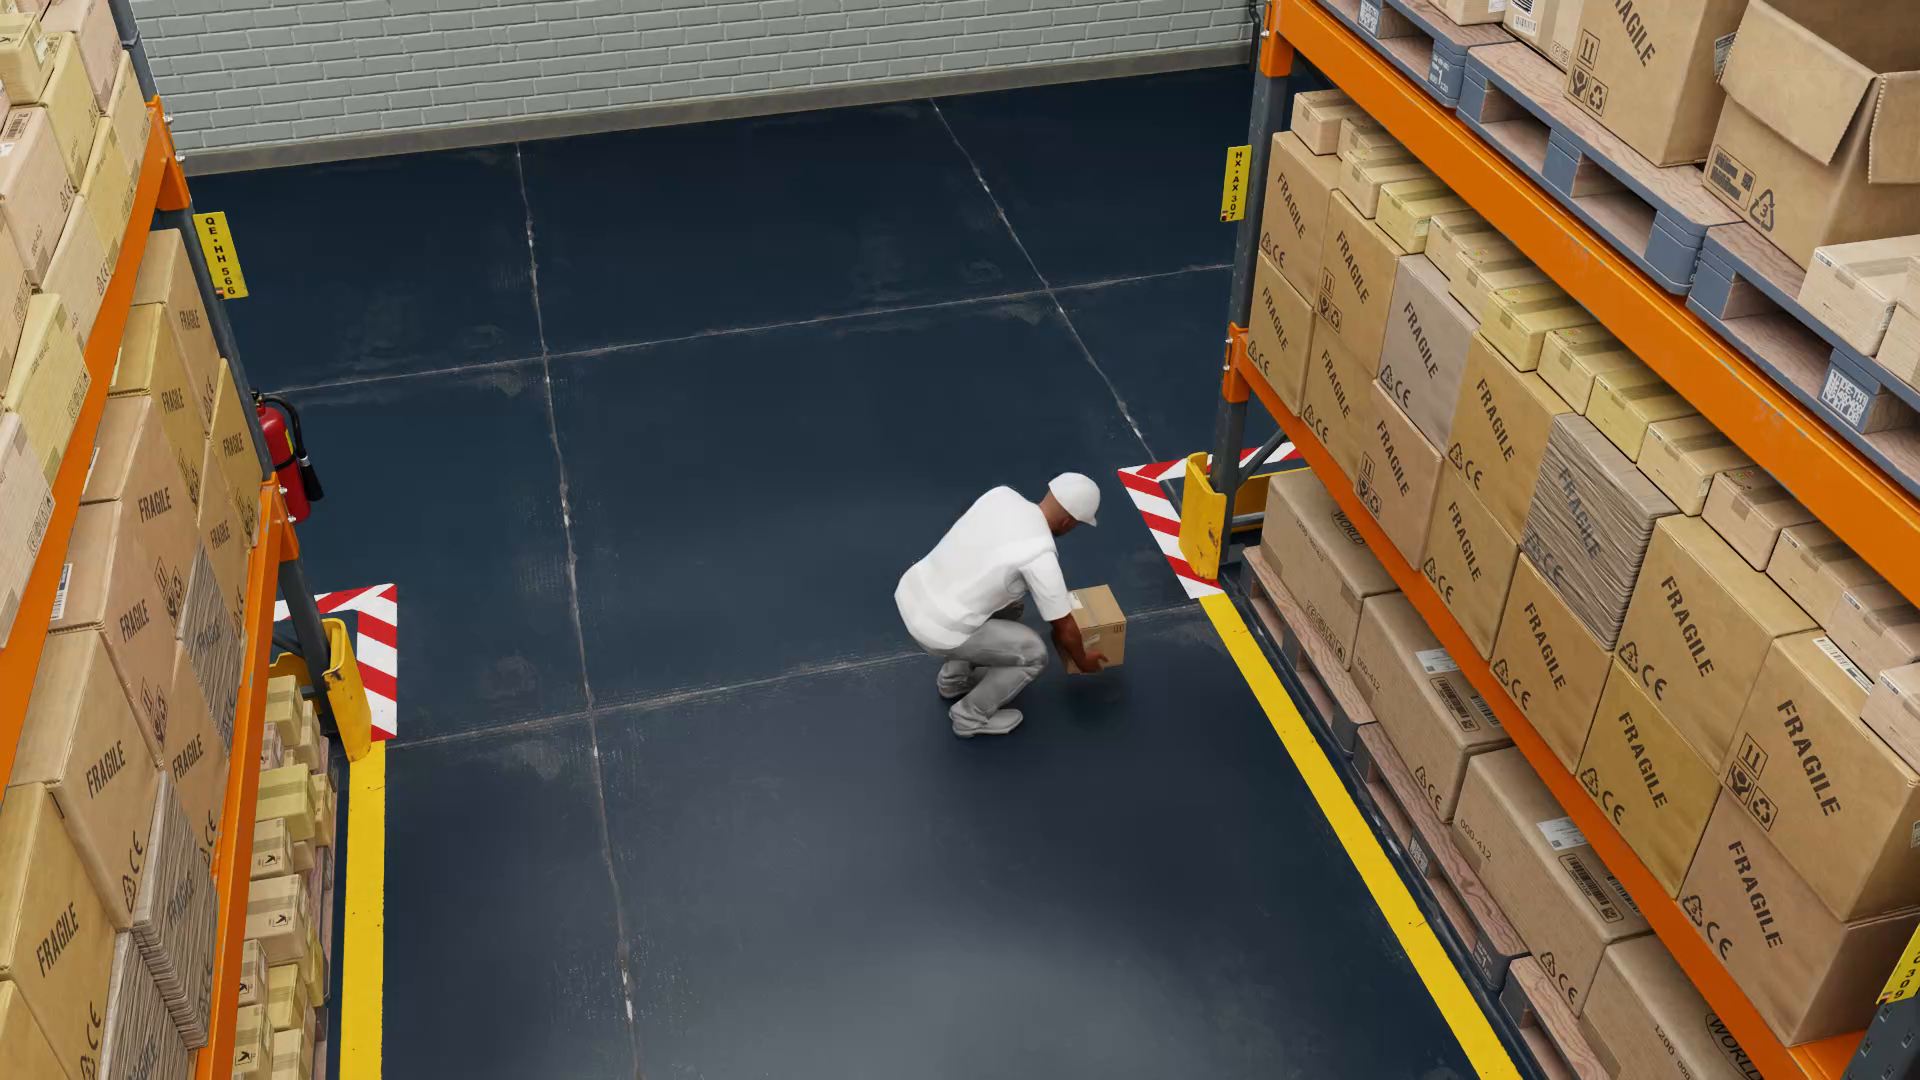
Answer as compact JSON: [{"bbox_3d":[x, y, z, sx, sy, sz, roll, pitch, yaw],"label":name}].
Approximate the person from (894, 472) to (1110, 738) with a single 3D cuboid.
[{"bbox_3d":[0.158,0.239,6.925,0.860,1.111,0.603,-9,39,-12],"label":"person"}]
